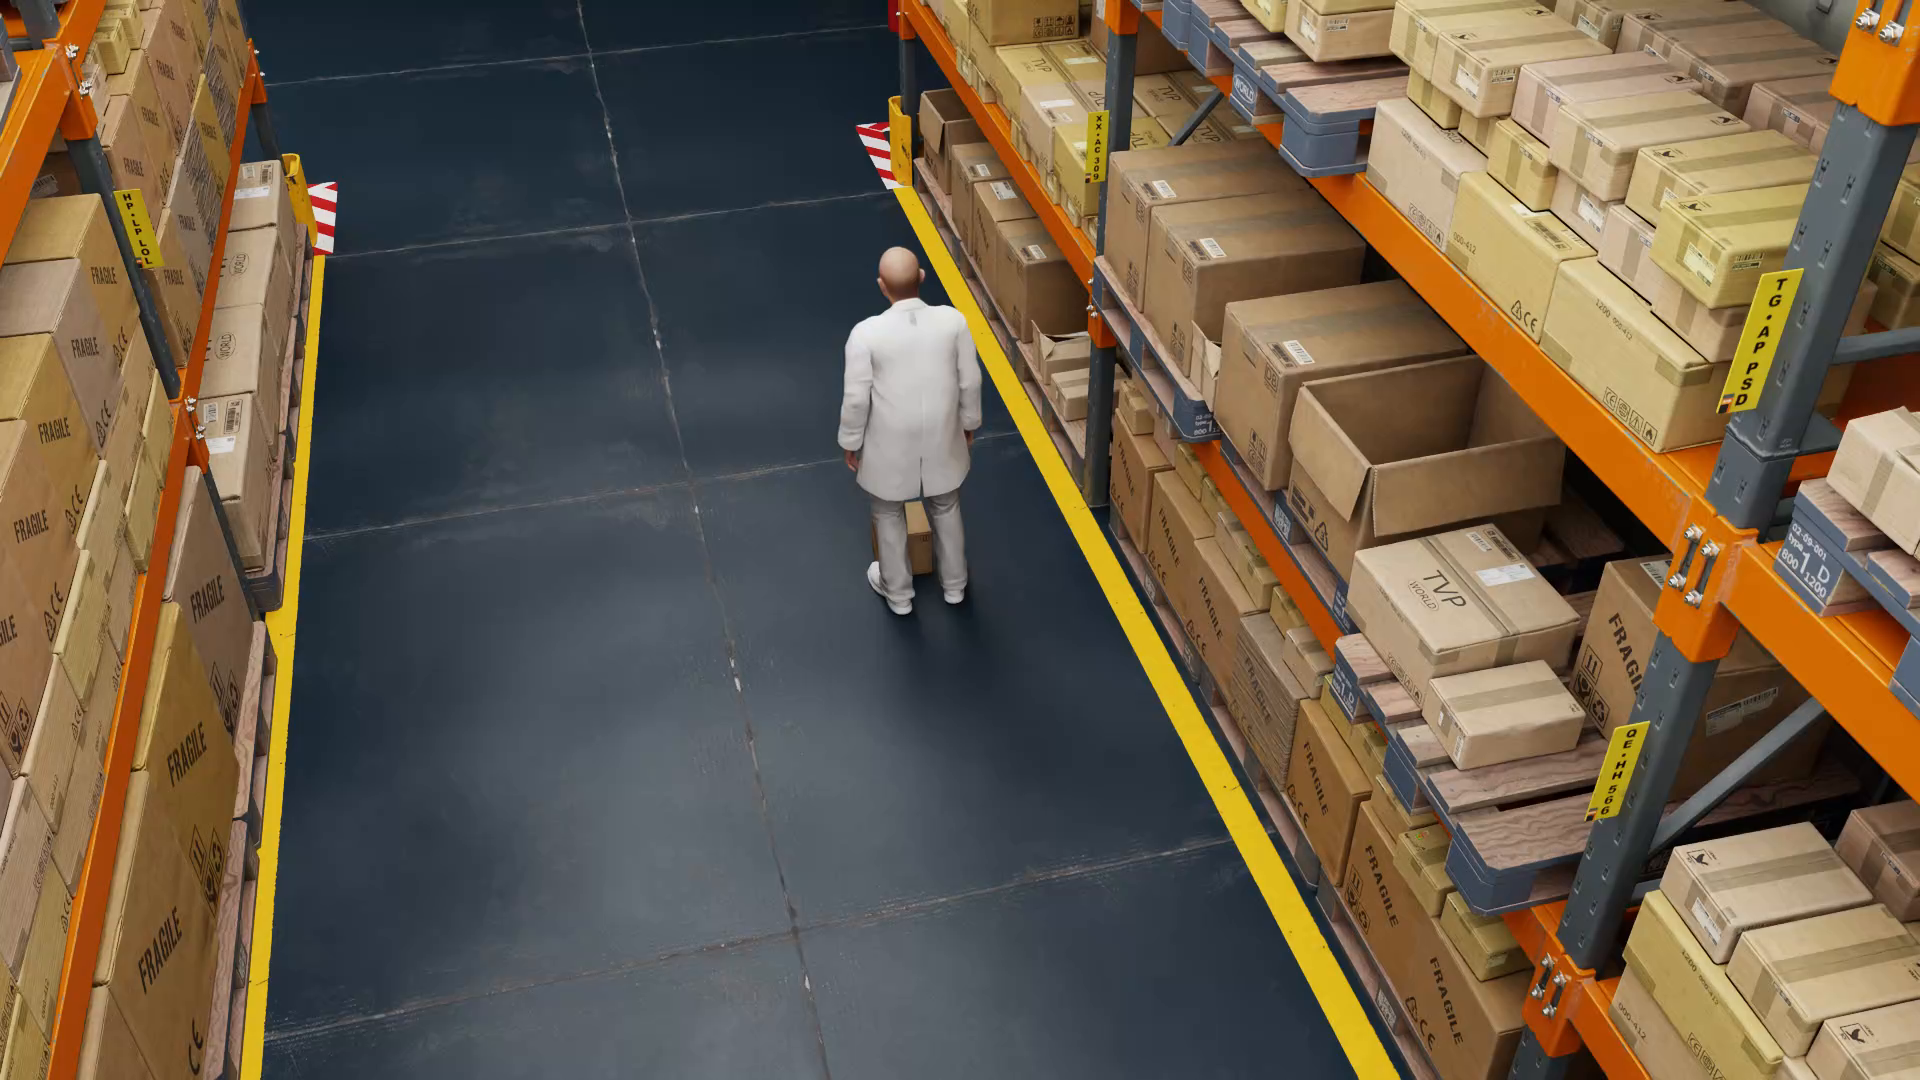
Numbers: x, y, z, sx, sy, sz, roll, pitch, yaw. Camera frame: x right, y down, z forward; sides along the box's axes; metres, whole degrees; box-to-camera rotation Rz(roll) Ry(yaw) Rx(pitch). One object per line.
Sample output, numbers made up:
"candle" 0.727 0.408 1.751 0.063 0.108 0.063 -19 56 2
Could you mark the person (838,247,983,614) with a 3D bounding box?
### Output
"person" -0.212 -0.459 7.322 0.647 1.774 0.416 -10 39 -13
